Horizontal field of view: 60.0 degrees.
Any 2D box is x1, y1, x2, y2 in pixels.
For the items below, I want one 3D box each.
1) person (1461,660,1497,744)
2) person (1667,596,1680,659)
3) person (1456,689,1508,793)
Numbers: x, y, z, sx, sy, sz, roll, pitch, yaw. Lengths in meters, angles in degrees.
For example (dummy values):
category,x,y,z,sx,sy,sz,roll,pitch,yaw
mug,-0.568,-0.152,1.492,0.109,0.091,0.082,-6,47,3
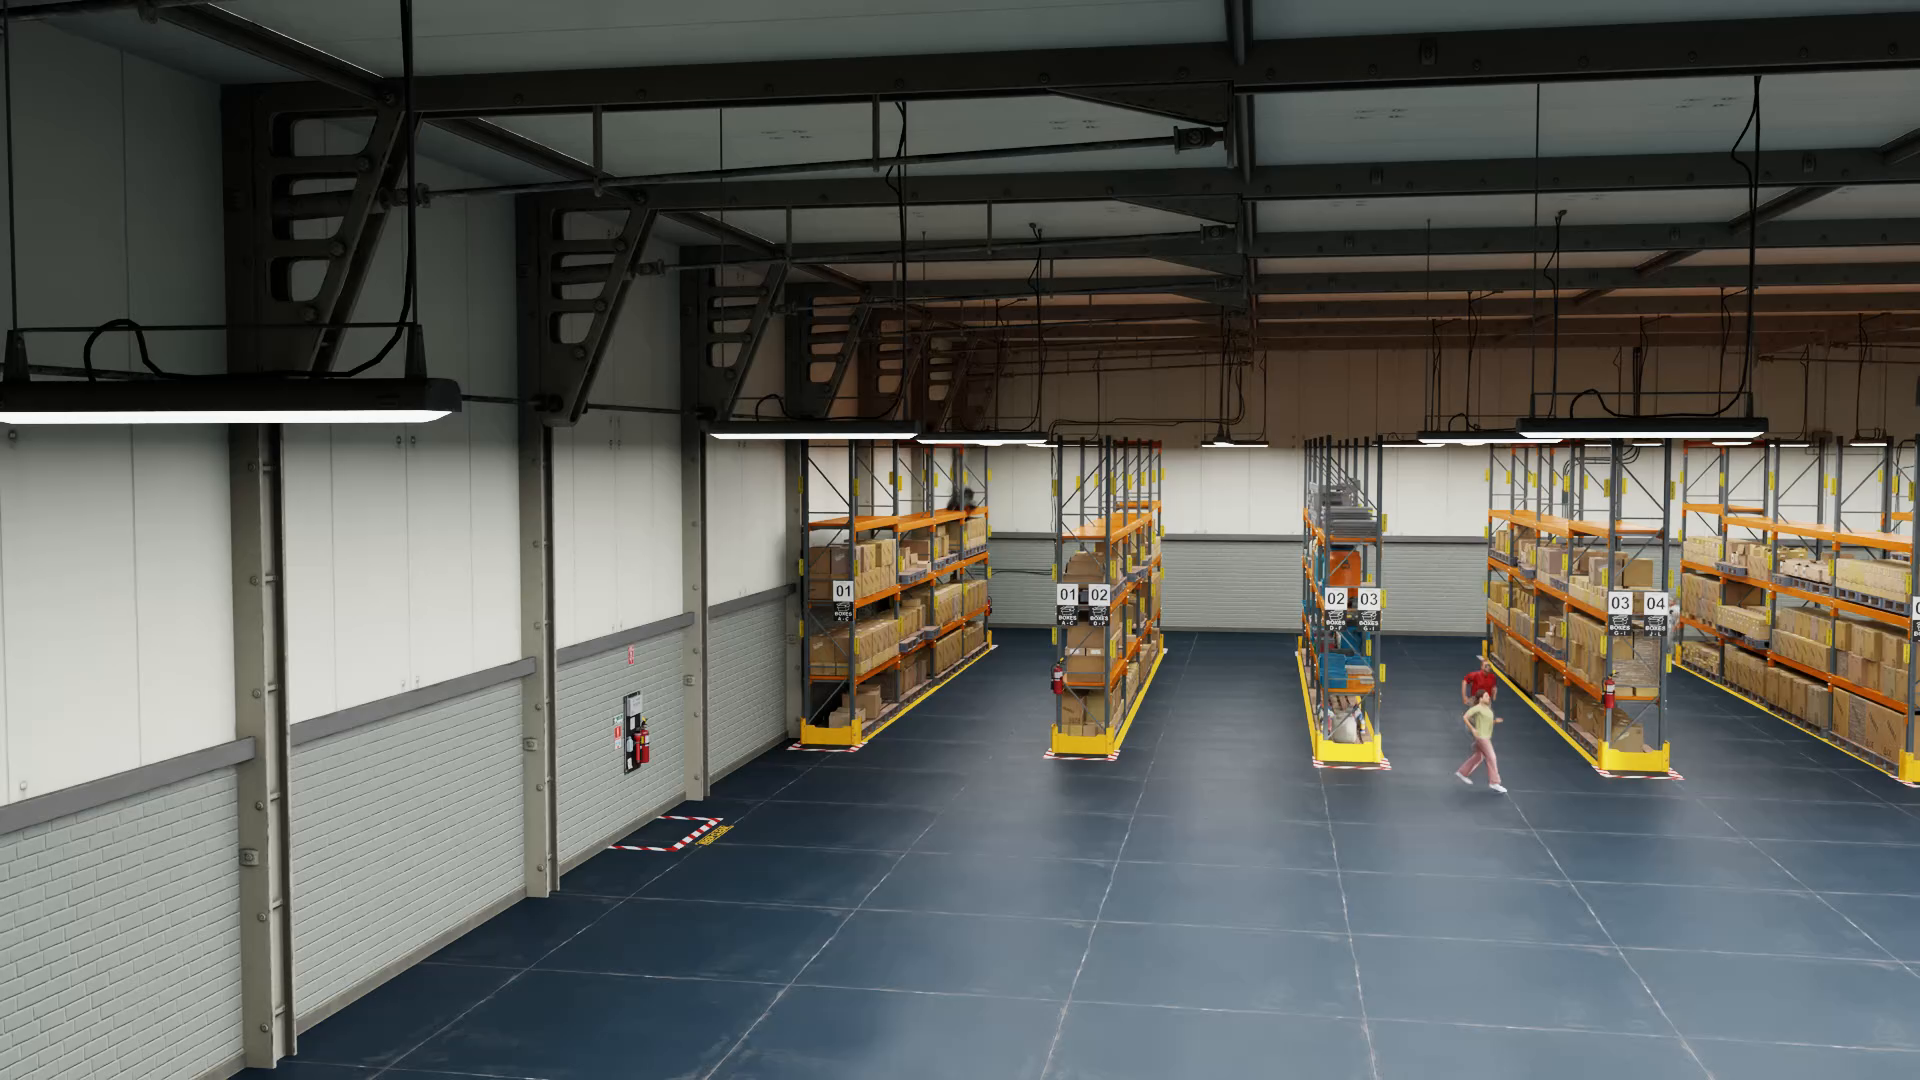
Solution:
category,x,y,z,sx,sy,sz,roll,pitch,yaw
person,10.081,3.162,32.241,0.700,1.688,0.711,-1,3,-13
person,19.552,2.404,45.590,0.590,1.753,0.698,0,3,-1
person,8.804,3.349,27.970,0.888,1.685,0.563,2,4,36
